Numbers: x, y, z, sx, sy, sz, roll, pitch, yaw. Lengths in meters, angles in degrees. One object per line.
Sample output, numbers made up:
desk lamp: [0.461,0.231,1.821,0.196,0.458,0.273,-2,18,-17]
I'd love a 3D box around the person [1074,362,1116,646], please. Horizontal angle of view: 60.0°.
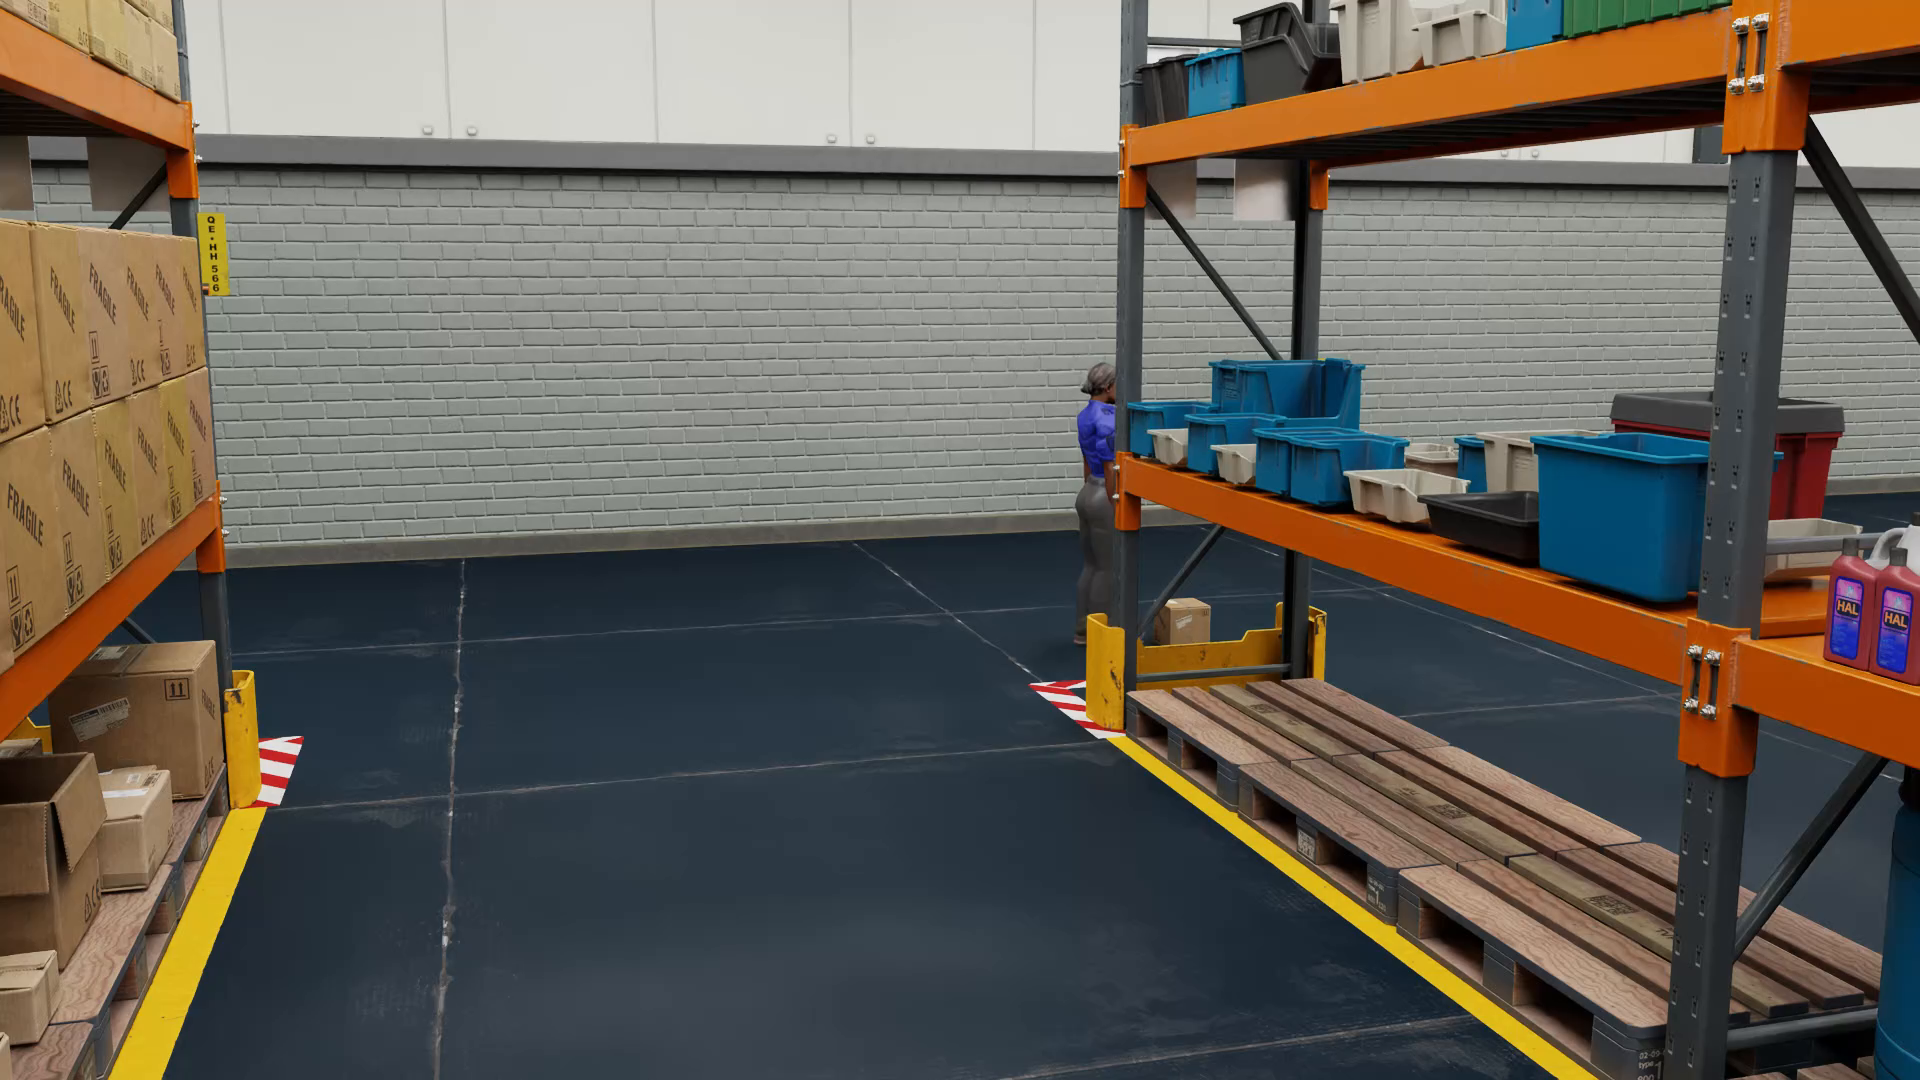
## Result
person: [0.827,-0.183,9.502,0.314,1.663,0.436,-2,10,-15]
